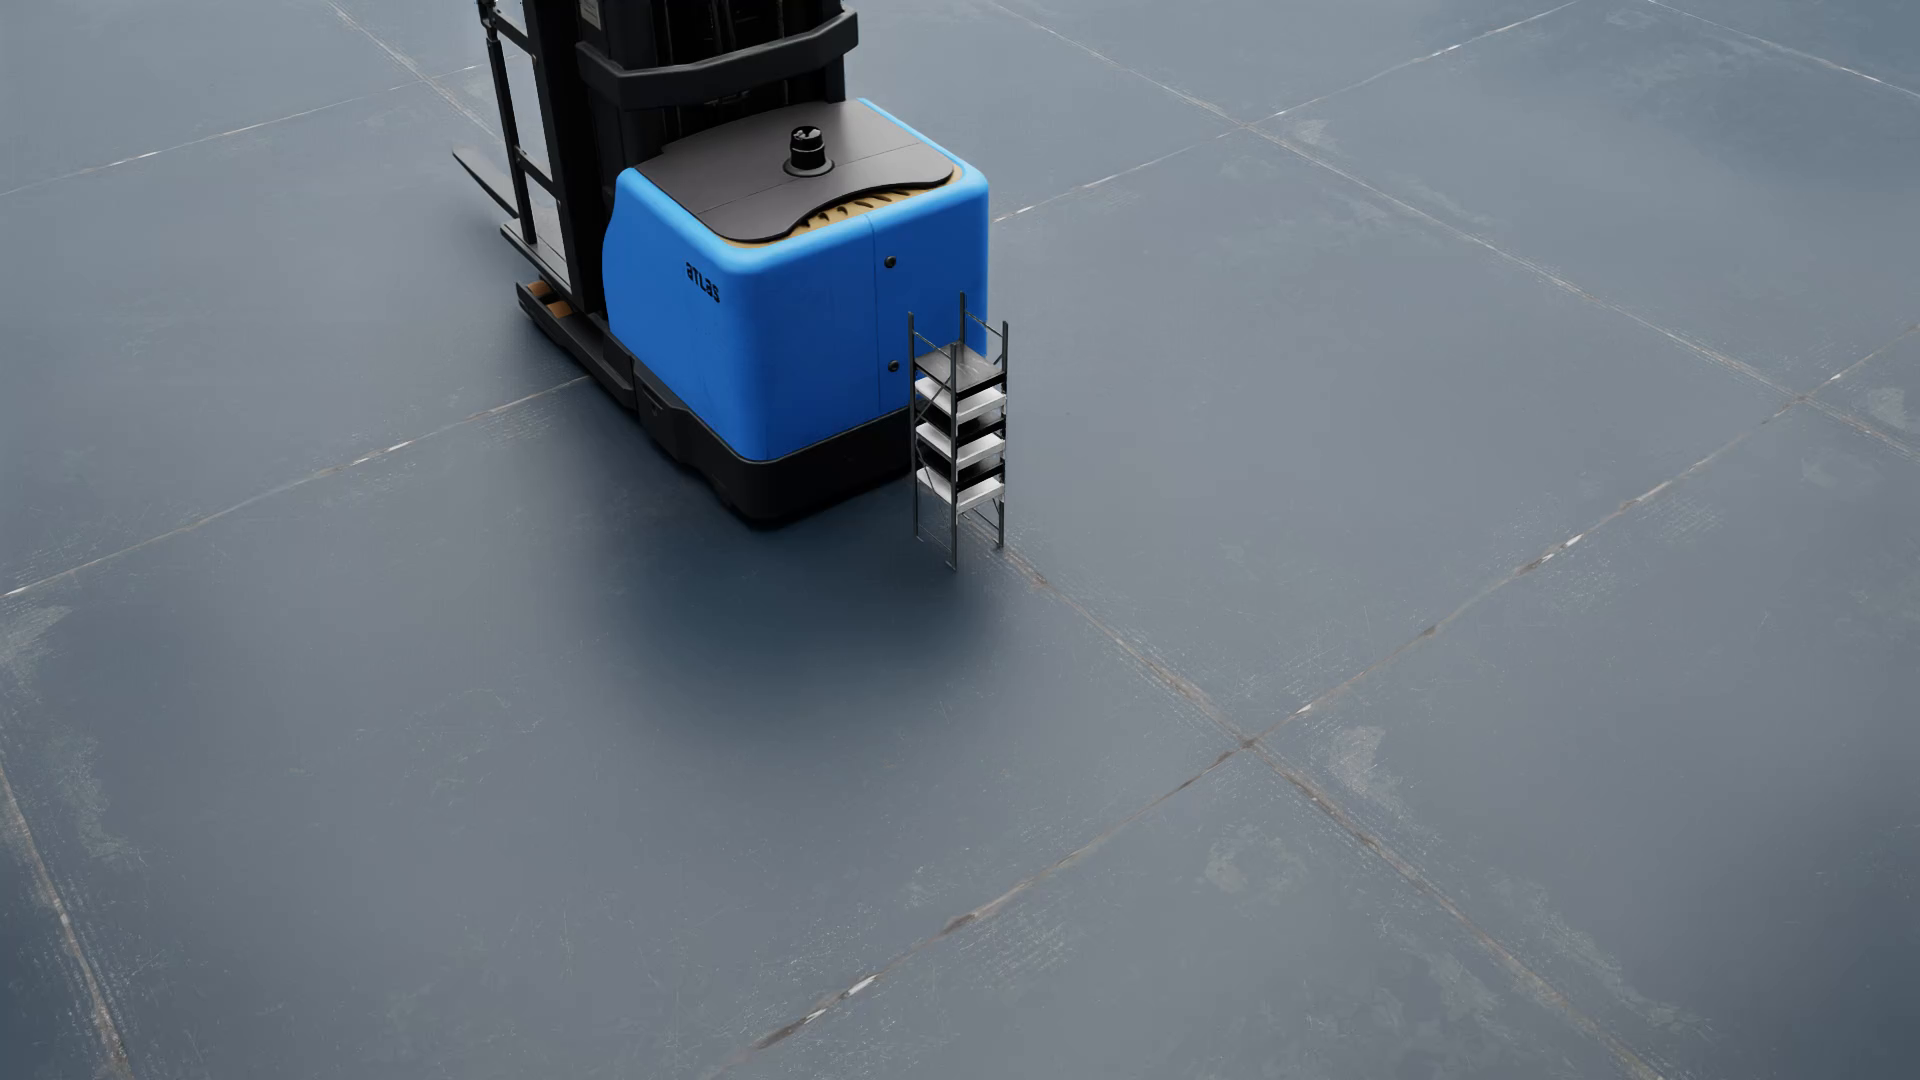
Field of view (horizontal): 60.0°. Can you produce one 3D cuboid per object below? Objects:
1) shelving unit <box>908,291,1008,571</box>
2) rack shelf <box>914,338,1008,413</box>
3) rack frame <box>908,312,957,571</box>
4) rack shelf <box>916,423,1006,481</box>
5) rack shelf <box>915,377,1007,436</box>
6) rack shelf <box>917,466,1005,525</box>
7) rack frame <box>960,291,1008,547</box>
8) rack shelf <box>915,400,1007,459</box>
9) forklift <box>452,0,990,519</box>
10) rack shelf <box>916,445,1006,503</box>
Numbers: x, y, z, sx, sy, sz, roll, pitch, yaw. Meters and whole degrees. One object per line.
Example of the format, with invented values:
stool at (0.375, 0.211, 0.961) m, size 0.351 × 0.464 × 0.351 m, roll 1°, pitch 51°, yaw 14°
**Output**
shelving unit at (-0.006, -0.345, 5.461) m, size 0.210 × 0.900 × 0.258 m, roll -26°, pitch 46°, yaw -28°
rack shelf at (-0.006, -0.528, 5.311) m, size 0.200 × 0.077 × 0.258 m, roll -26°, pitch 46°, yaw -28°
rack frame at (-0.087, -0.305, 5.413) m, size 0.006 × 0.900 × 0.240 m, roll -26°, pitch 46°, yaw -28°
rack shelf at (-0.006, -0.319, 5.482) m, size 0.200 × 0.077 × 0.258 m, roll -26°, pitch 46°, yaw -28°
rack shelf at (-0.006, -0.458, 5.368) m, size 0.200 × 0.077 × 0.258 m, roll -26°, pitch 46°, yaw -28°
rack shelf at (-0.006, -0.180, 5.596) m, size 0.200 × 0.077 × 0.258 m, roll -26°, pitch 46°, yaw -28°
rack frame at (0.074, -0.384, 5.509) m, size 0.006 × 0.900 × 0.240 m, roll -26°, pitch 46°, yaw -28°
rack shelf at (-0.006, -0.389, 5.425) m, size 0.200 × 0.077 × 0.258 m, roll -26°, pitch 46°, yaw -28°
forklift at (-1.157, -2.094, 5.991) m, size 1.130 × 2.935 × 3.031 m, roll -25°, pitch 45°, yaw -27°
rack shelf at (-0.006, -0.249, 5.539) m, size 0.200 × 0.077 × 0.258 m, roll -26°, pitch 46°, yaw -28°
